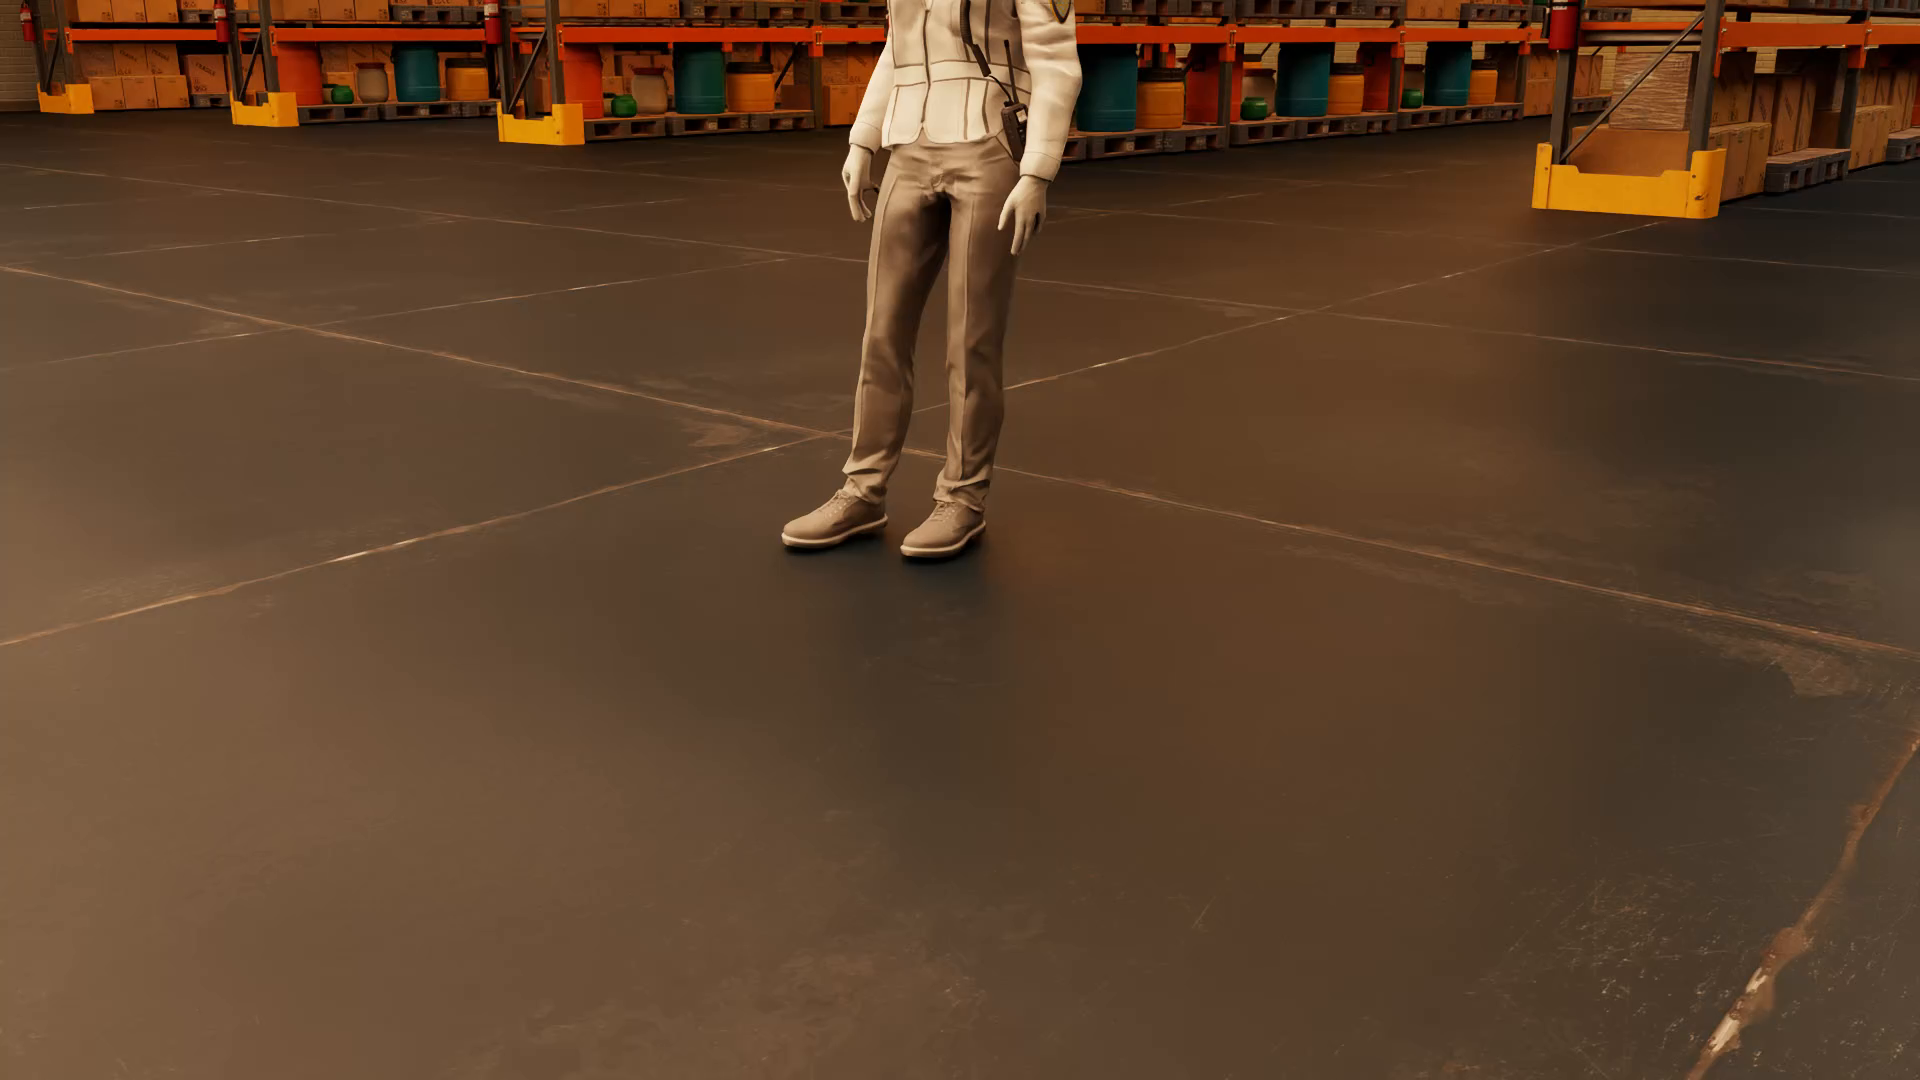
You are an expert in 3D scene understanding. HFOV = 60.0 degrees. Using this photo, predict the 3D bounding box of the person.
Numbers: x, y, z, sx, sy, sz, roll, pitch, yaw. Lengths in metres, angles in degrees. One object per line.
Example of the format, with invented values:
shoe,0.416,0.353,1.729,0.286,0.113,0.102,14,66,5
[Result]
person,-0.049,-0.803,3.647,0.586,1.694,0.530,13,21,37
